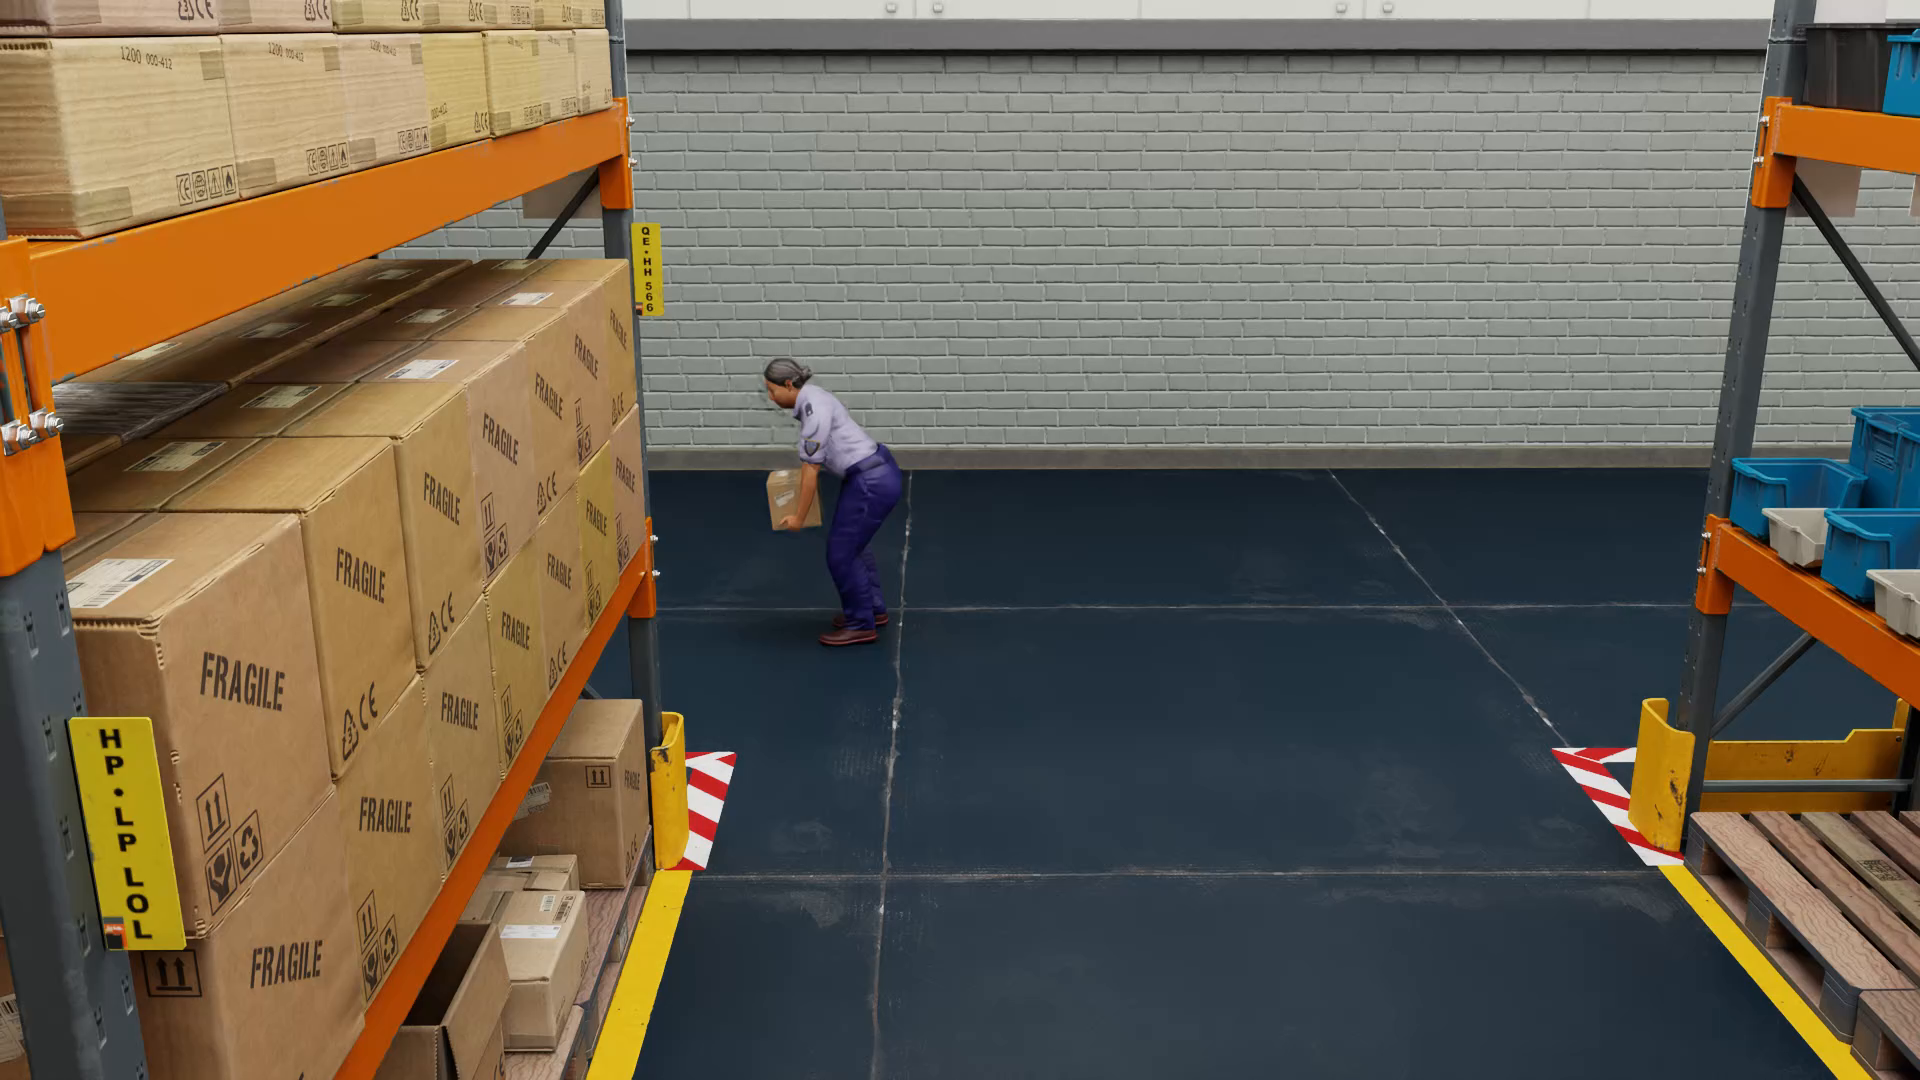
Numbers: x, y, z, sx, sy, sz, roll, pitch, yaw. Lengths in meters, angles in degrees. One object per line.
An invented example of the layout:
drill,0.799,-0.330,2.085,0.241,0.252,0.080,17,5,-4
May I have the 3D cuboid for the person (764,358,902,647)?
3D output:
person,-0.637,-0.200,8.534,0.684,1.468,0.449,-1,17,-2
